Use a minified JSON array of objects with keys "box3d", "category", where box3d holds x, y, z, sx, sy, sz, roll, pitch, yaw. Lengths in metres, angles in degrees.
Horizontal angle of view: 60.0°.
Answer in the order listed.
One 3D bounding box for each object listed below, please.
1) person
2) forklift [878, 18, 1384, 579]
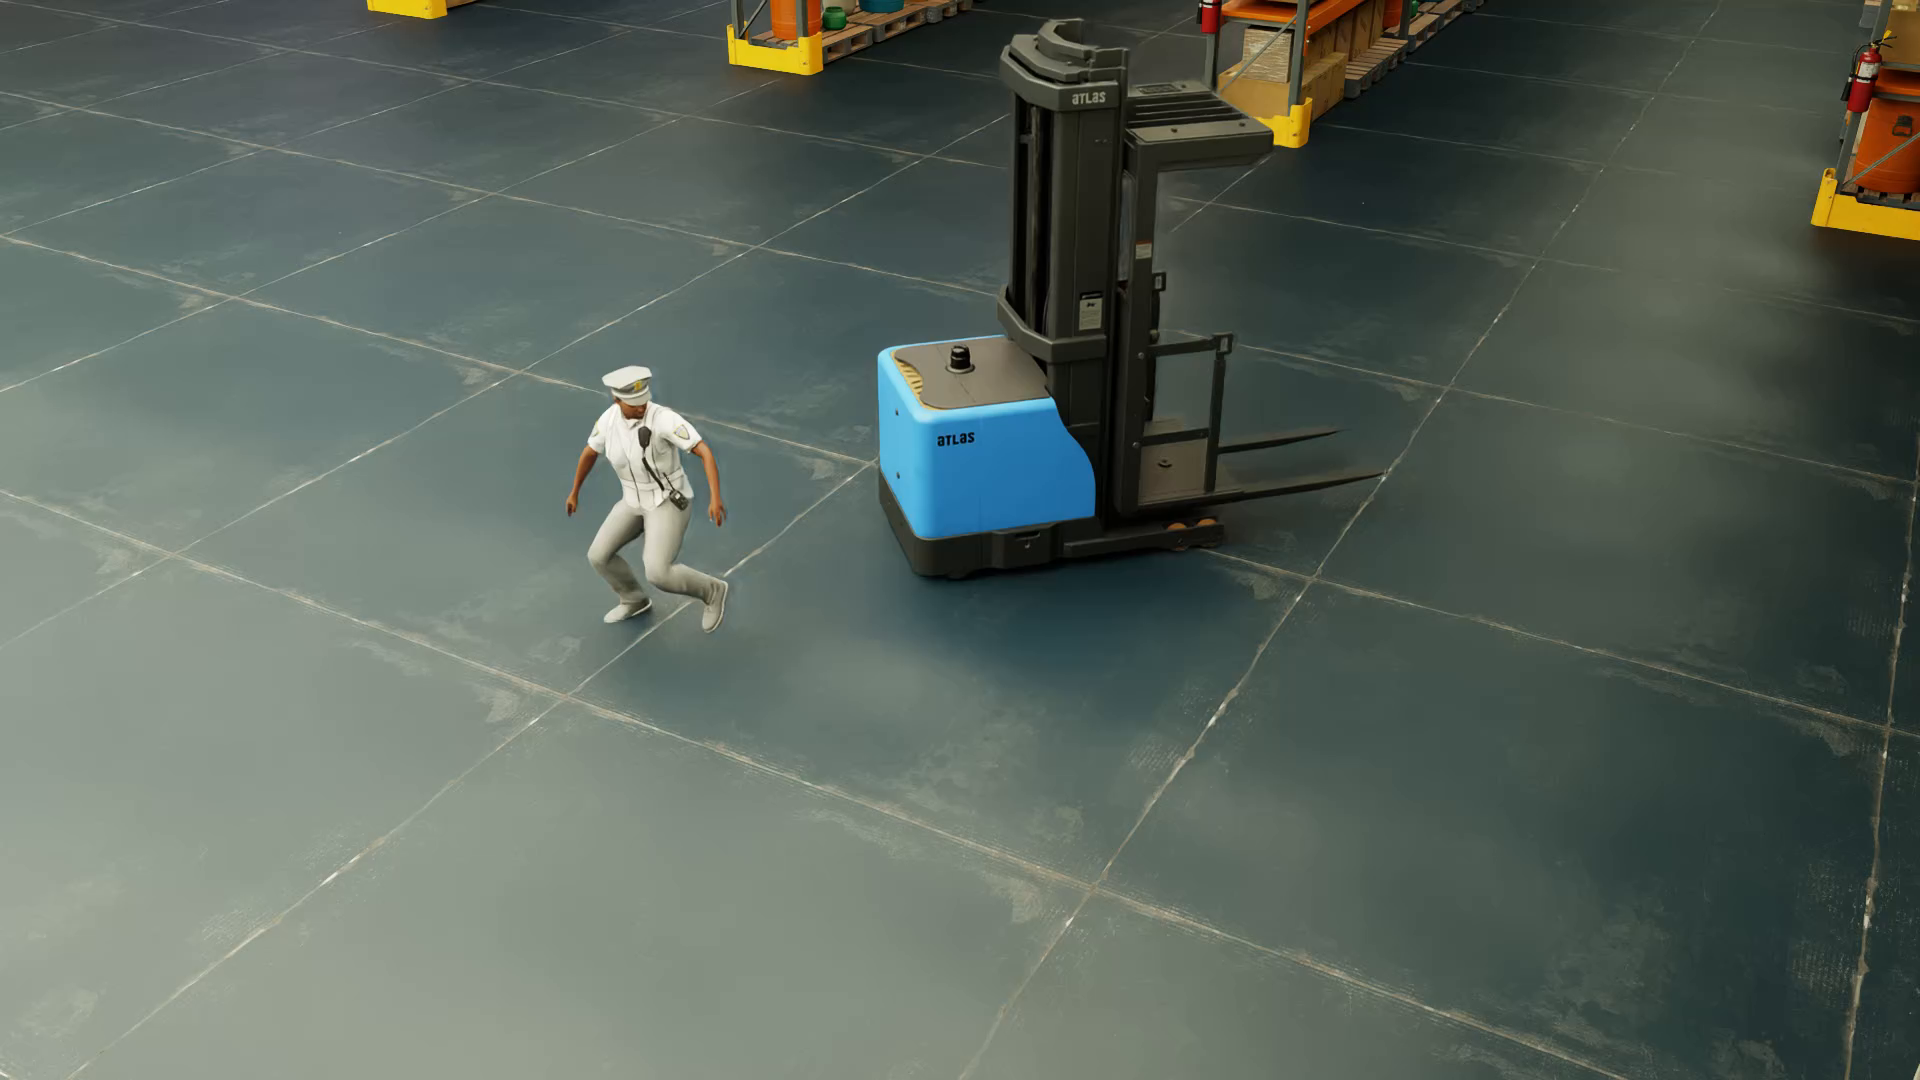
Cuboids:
[{"box3d":[-1.676,-0.187,8.832,0.910,1.552,0.494,19,35,30],"category":"person"},{"box3d":[1.076,-1.447,9.578,3.031,2.935,1.130,-8,31,-14],"category":"forklift"}]
